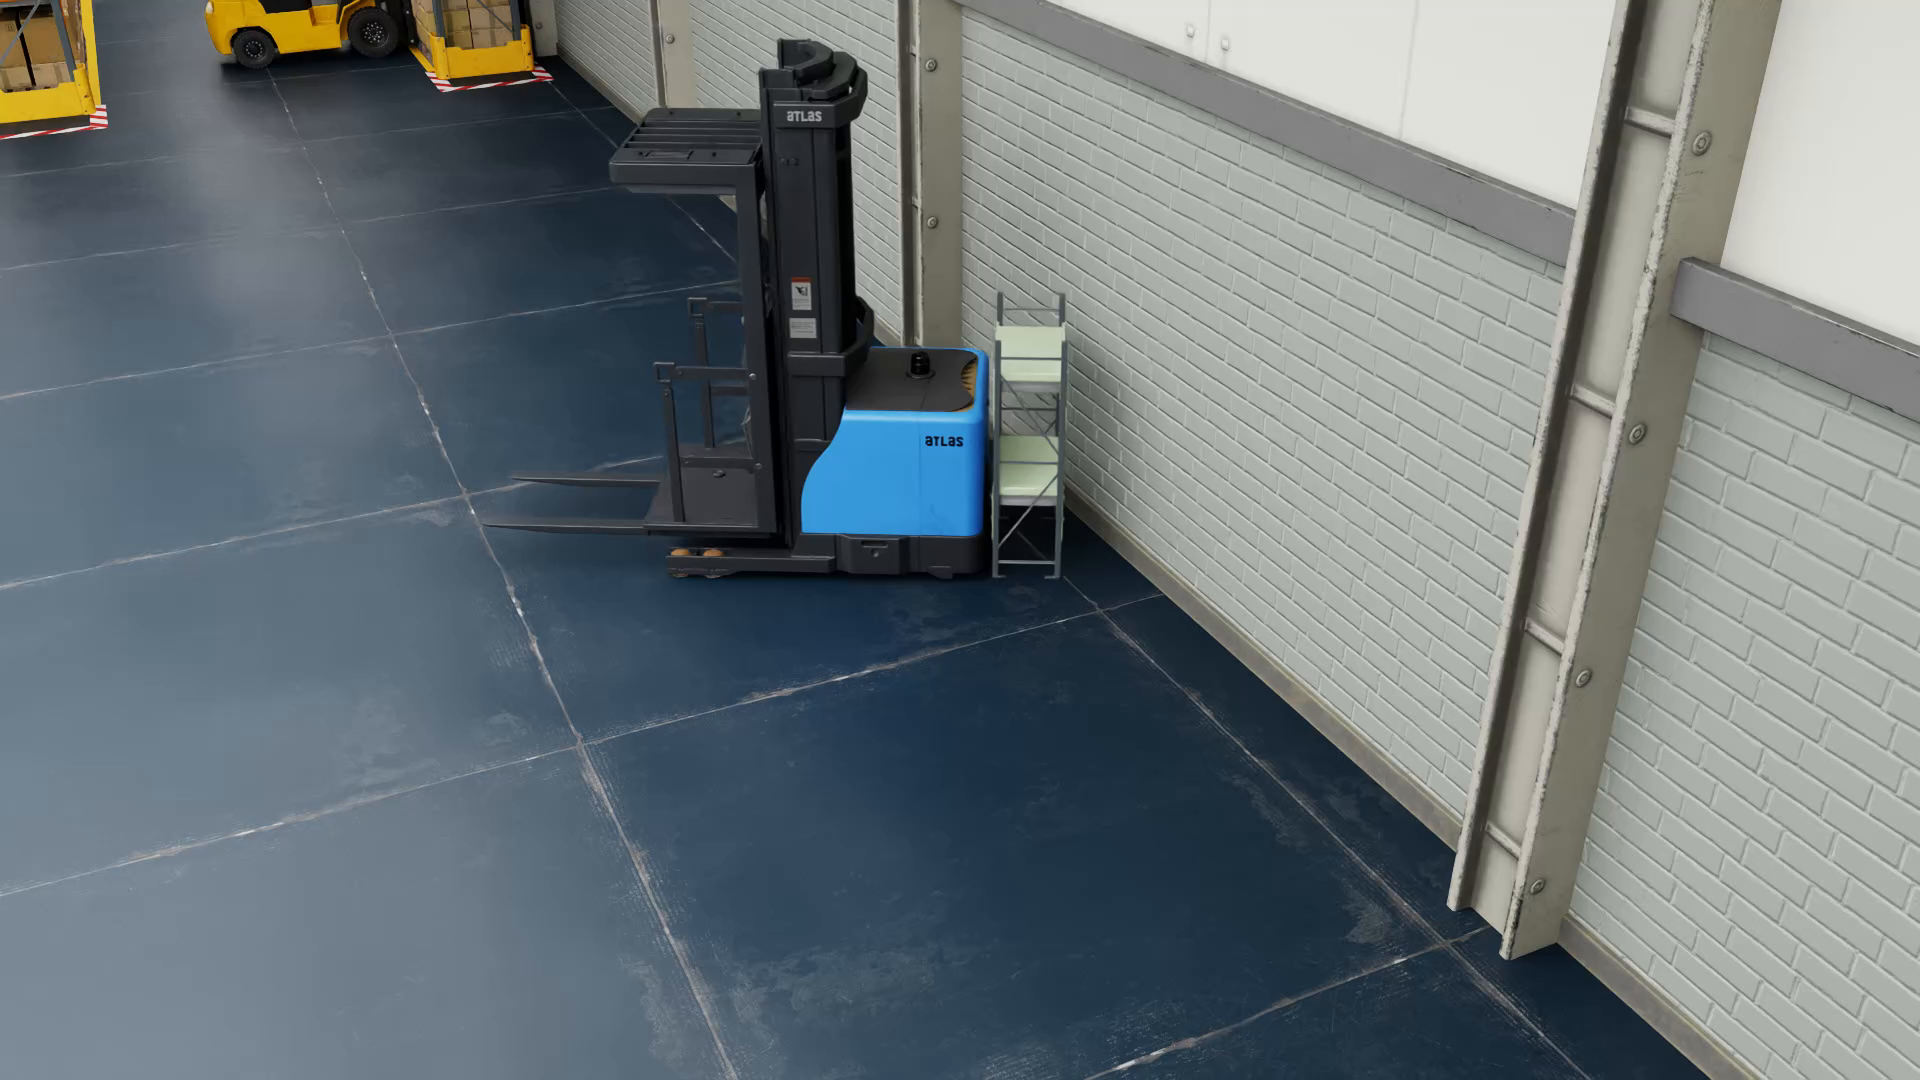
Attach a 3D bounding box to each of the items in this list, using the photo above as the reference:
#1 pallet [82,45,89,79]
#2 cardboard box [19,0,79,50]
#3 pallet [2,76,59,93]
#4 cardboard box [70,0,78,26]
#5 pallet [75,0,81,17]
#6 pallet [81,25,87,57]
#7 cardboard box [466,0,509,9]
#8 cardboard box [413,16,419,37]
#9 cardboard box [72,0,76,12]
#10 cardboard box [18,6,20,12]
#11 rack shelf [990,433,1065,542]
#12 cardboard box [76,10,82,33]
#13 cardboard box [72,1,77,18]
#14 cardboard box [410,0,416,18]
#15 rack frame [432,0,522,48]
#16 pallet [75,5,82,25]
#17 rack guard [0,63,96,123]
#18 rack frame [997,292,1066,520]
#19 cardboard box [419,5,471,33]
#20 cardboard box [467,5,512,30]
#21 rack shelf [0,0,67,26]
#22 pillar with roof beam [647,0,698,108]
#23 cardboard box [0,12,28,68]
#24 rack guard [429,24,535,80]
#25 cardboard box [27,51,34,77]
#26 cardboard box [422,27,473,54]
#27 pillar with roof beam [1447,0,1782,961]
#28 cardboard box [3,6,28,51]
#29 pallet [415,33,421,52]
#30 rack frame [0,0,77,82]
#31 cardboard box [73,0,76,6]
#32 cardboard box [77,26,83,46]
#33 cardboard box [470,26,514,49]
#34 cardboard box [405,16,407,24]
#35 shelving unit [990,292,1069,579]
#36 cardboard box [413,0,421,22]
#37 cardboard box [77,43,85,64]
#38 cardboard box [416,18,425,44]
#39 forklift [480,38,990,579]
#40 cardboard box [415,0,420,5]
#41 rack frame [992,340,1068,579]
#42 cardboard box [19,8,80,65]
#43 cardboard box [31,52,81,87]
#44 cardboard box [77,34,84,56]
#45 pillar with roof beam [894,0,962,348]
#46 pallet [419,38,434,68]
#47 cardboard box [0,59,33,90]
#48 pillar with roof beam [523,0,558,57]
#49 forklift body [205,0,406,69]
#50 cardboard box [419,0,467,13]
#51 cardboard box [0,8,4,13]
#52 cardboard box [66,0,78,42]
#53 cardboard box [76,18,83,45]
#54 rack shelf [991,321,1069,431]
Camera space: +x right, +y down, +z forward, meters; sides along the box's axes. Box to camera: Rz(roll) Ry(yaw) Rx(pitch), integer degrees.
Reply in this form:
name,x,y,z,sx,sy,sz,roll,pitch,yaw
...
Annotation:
name,x,y,z,sx,sy,sz,roll,pitch,yaw
pallet,-11.221,-5.777,20.309,1.003,0.211,1.213,-13,32,-22
cardboard box,-10.688,-6.021,19.508,0.500,0.500,0.500,-14,32,-24
pallet,-10.701,-5.239,19.349,1.003,0.211,1.213,-13,32,-22
cardboard box,-11.133,-6.479,20.325,0.500,0.500,0.500,-11,31,-19
pallet,-12.932,-7.489,23.363,1.003,0.211,1.213,-13,32,-22
pallet,-11.749,-6.317,21.272,1.003,0.211,1.213,-13,32,-22
cardboard box,-5.906,-6.771,20.591,0.500,0.250,0.500,-14,32,-23
cardboard box,-6.769,-6.669,21.430,0.500,0.250,0.500,-13,32,-21
cardboard box,-11.573,-6.928,21.126,0.500,0.500,0.500,-14,32,-23
cardboard box,-11.369,-6.119,19.684,0.500,0.500,0.500,-14,32,-23
rack shelf,0.405,-0.328,9.941,0.431,0.370,0.720,1,29,2
cardboard box,-11.572,-6.601,21.310,0.500,0.250,0.500,-12,31,-20
cardboard box,-11.353,-6.704,20.726,0.500,0.500,0.500,-12,32,-21
cardboard box,-6.808,-6.898,21.328,0.500,0.250,0.500,-14,32,-23
rack frame,-5.870,-7.099,19.816,1.000,3.000,0.127,-13,32,-22
pallet,-12.405,-6.949,22.400,1.003,0.211,1.213,-13,32,-22
rack guard,-10.384,-4.998,18.626,1.175,0.500,0.348,-13,32,-22
rack frame,0.418,-0.791,10.100,0.400,1.500,0.023,1,29,2
cardboard box,-6.362,-6.450,20.530,0.500,0.250,0.500,-14,32,-23
cardboard box,-5.885,-6.552,20.712,0.500,0.250,0.500,-12,32,-21
rack shelf,-11.210,-6.625,19.706,1.077,0.370,4.000,-13,32,-22
pillar with roof beam,-6.668,-6.658,12.896,9.100,9.000,0.400,-13,32,-22
cardboard box,-10.931,-5.665,18.874,0.500,0.500,0.500,-13,32,-22
rack guard,-5.860,-5.998,20.408,1.175,0.500,0.348,-13,32,-22
cardboard box,-11.157,-5.570,19.471,0.500,0.250,0.500,-13,32,-22
cardboard box,-6.357,-6.224,20.638,0.500,0.250,0.500,-13,32,-22
pillar with roof beam,-1.516,-1.357,3.443,9.100,9.000,0.400,-13,32,-22
cardboard box,-11.158,-5.895,19.284,0.500,0.500,0.500,-12,31,-20
pallet,-6.756,-6.750,22.044,1.003,0.211,1.213,-13,32,-22
rack frame,-10.352,-6.055,17.954,1.000,3.000,0.127,-13,32,-22
cardboard box,-12.608,-7.407,22.623,0.950,0.372,0.625,-11,31,-19
cardboard box,-11.121,-6.142,20.492,0.500,0.250,0.500,-13,32,-21
cardboard box,-5.905,-6.341,20.846,0.500,0.250,0.500,-13,32,-22
cardboard box,-7.012,-6.893,21.831,0.500,0.250,0.500,-12,31,-20
shelving unit,0.405,-0.612,9.781,0.431,1.500,0.755,1,29,2
cardboard box,-6.567,-6.674,20.929,0.500,0.250,0.500,-13,32,-22
cardboard box,-10.661,-5.680,19.668,0.500,0.250,0.500,-12,31,-20
cardboard box,-6.562,-6.446,21.033,0.500,0.250,0.500,-13,32,-22
forklift,-1.345,-1.310,9.562,3.031,2.935,1.130,1,29,2
cardboard box,-6.574,-6.881,20.787,0.500,0.250,0.500,-12,32,-21
rack frame,0.391,-0.433,9.462,0.400,1.500,0.023,1,29,2
cardboard box,-10.459,-5.791,19.098,0.500,0.500,0.500,-14,32,-24
cardboard box,-10.448,-5.453,19.263,0.500,0.250,0.500,-13,32,-22
cardboard box,-10.906,-5.919,20.093,0.500,0.250,0.500,-11,31,-19
pillar with roof beam,-4.092,-4.008,8.169,9.100,9.000,0.400,-13,32,-22
pallet,-6.237,-6.212,21.085,1.003,0.211,1.213,-13,32,-22
cardboard box,-10.952,-5.350,19.079,0.500,0.250,0.500,-13,32,-22
pillar with roof beam,-9.243,-9.309,17.623,9.100,9.000,0.400,-13,32,-22
forklift body,-8.332,-7.183,20.834,2.313,2.155,1.214,-13,32,-22
cardboard box,-6.350,-6.657,20.387,0.500,0.250,0.500,-12,31,-20
cardboard box,-11.150,-6.096,18.980,0.380,0.149,0.250,-12,31,-21
cardboard box,-10.895,-6.244,19.907,0.500,0.500,0.500,-12,32,-21
cardboard box,-11.335,-6.368,20.894,0.500,0.250,0.500,-14,32,-23
rack shelf,0.405,-0.953,9.590,0.431,0.370,0.720,1,29,2
